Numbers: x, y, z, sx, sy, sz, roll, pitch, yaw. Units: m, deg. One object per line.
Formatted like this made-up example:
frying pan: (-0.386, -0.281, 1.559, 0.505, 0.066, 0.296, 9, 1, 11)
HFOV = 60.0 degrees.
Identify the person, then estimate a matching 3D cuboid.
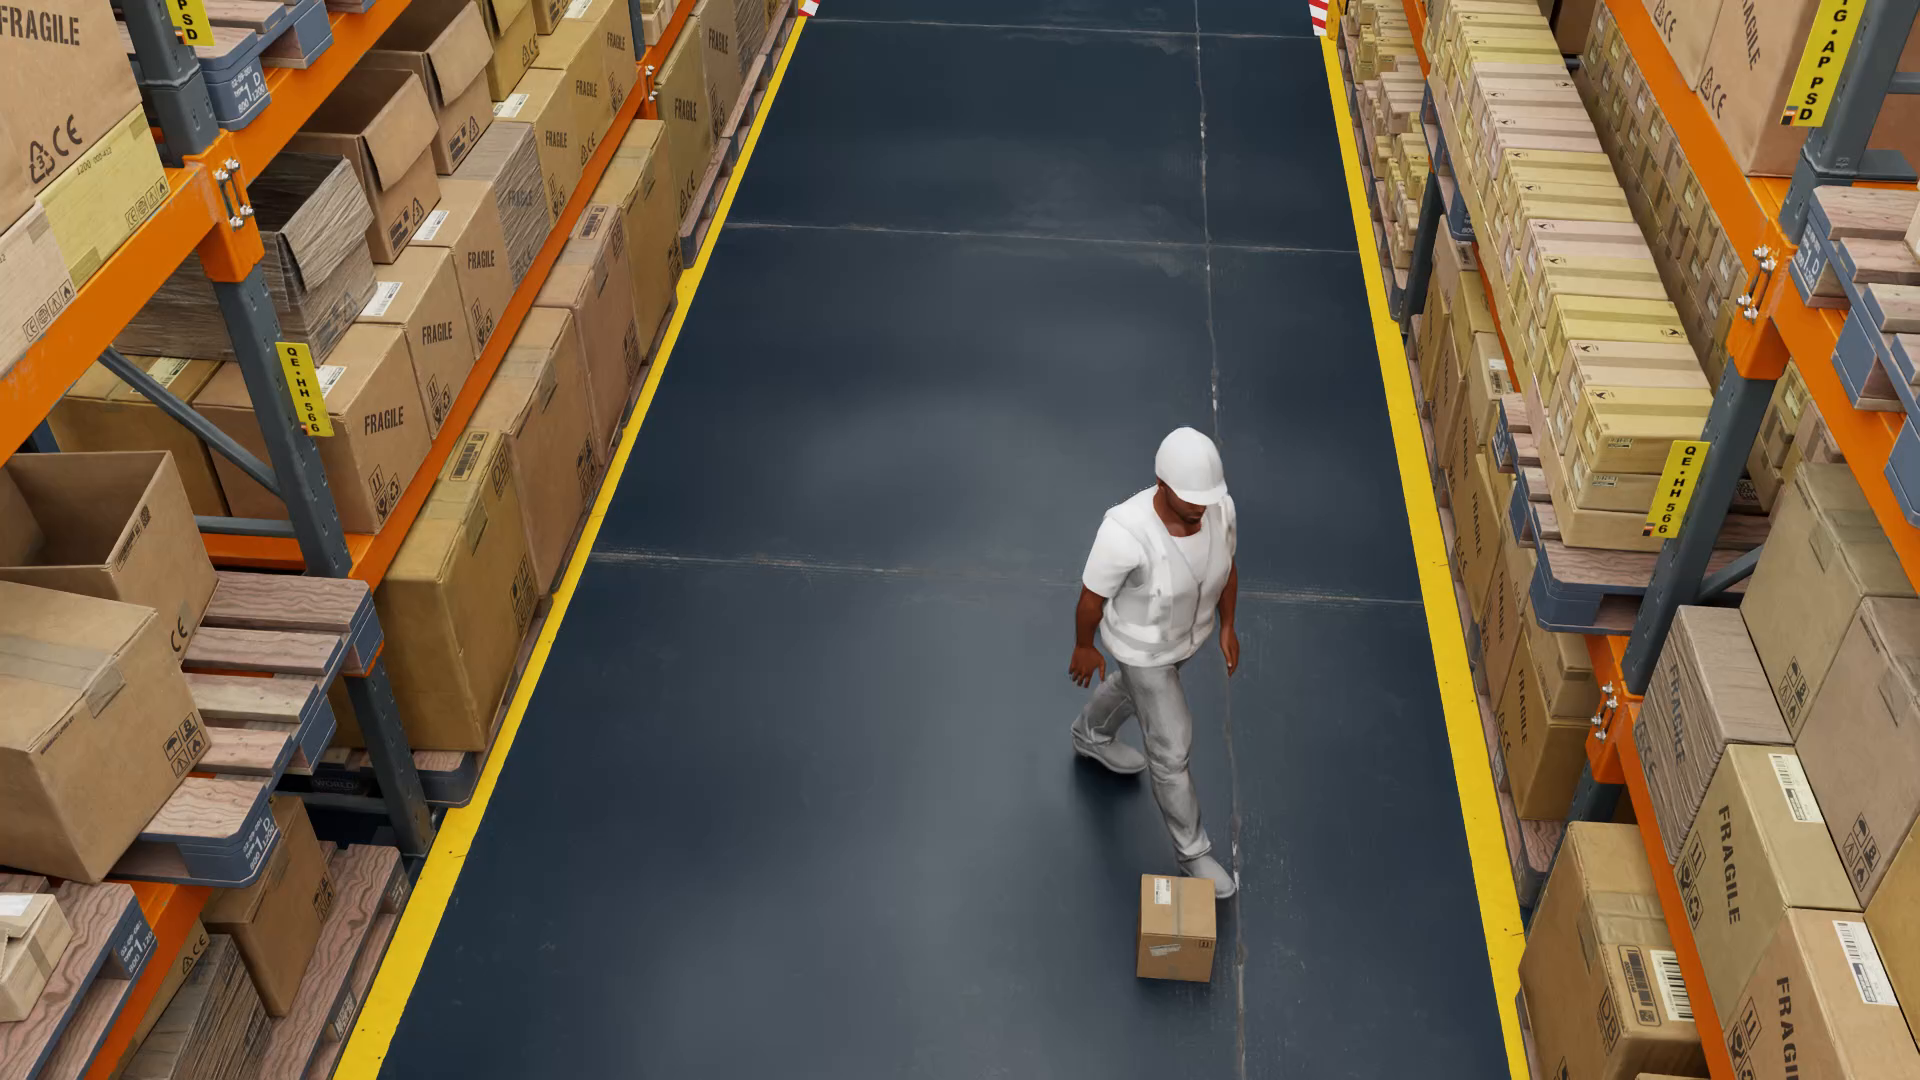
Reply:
person: (0.761, 0.357, 5.681, 0.565, 1.718, 0.961, -32, 49, -32)
